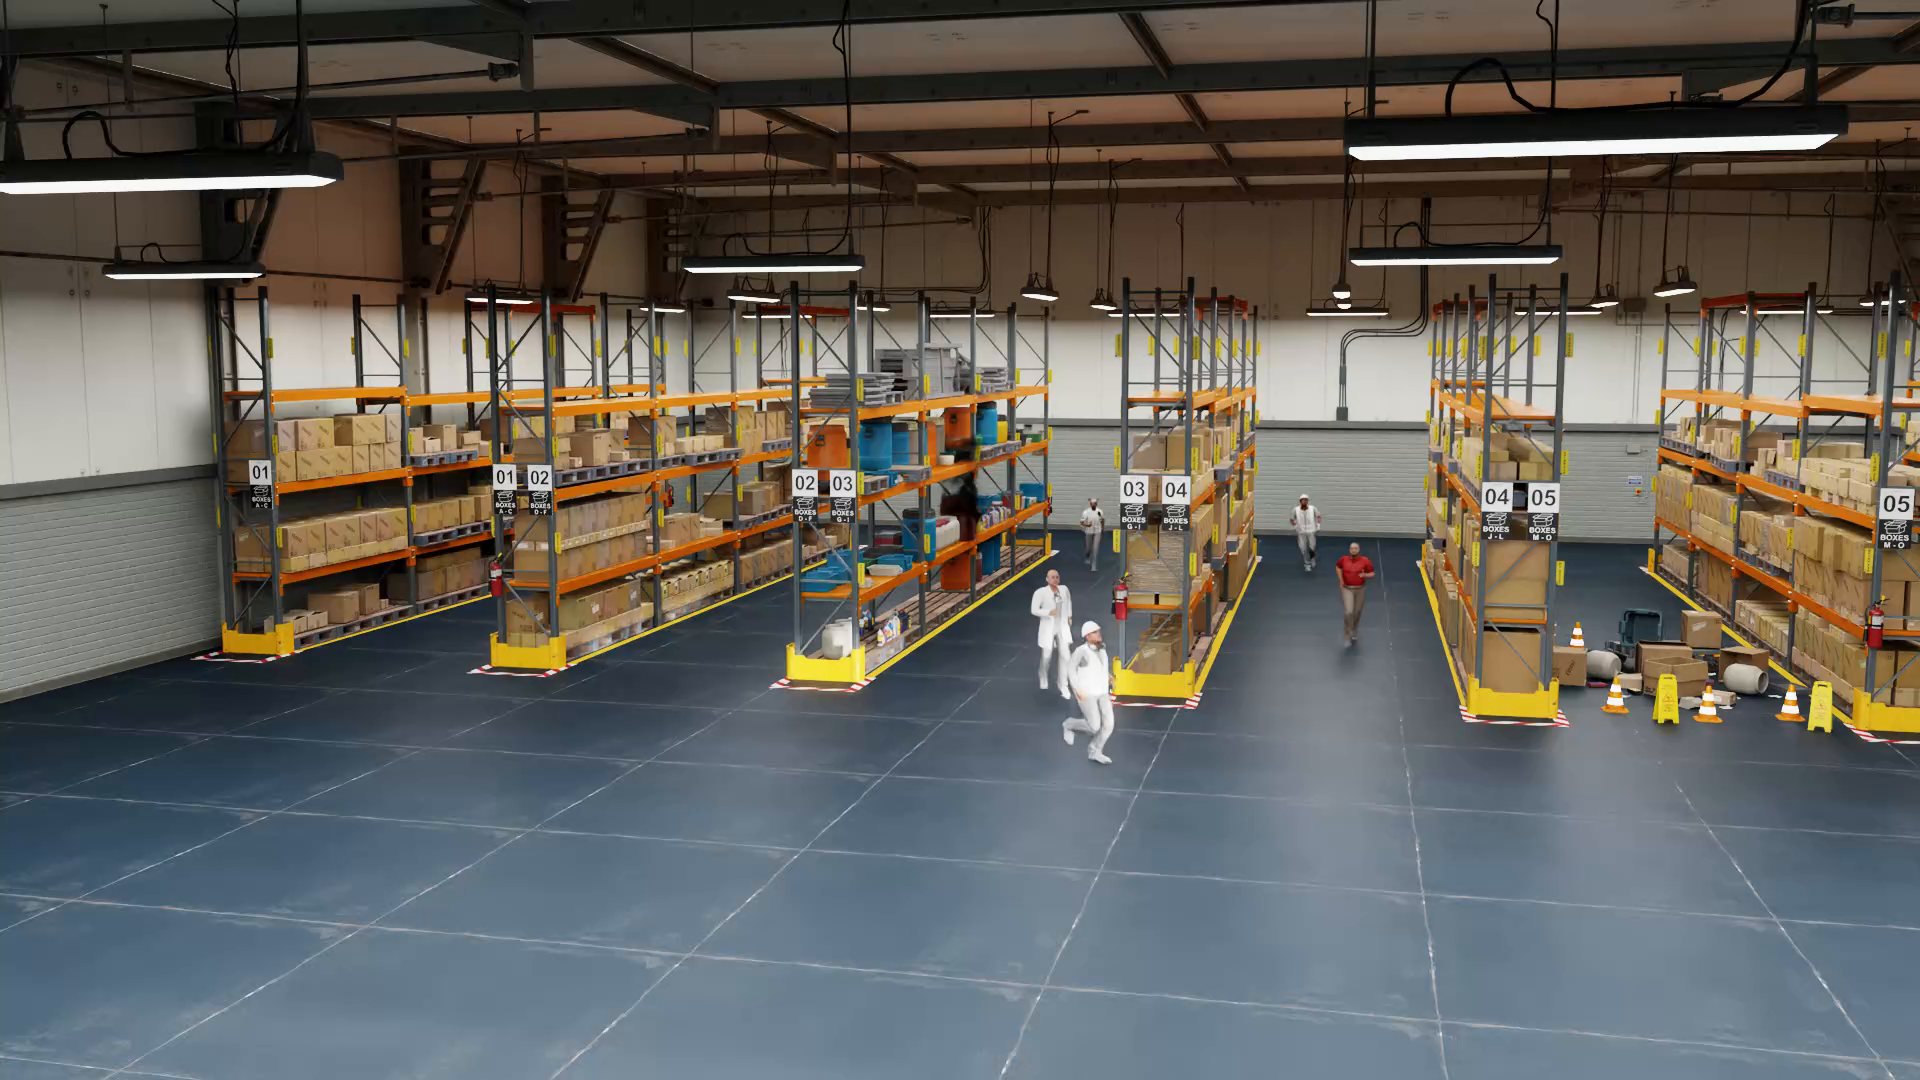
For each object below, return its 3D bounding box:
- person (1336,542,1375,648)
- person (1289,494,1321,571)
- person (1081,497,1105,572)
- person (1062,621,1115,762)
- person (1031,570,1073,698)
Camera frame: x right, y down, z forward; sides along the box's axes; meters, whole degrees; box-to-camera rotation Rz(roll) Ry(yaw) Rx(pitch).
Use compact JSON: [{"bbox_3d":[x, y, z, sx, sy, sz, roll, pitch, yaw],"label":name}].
[{"bbox_3d":[6.705,0.926,28.217,0.629,1.803,0.811,1,7,9],"label":"person"},{"bbox_3d":[7.786,-0.167,37.524,0.716,1.731,0.539,1,7,10],"label":"person"},{"bbox_3d":[3.009,-0.157,37.624,0.578,1.671,0.806,0,7,-2],"label":"person"},{"bbox_3d":[1.587,1.836,20.256,0.662,1.708,0.627,-6,9,-43],"label":"person"},{"bbox_3d":[1.339,1.346,24.171,0.700,1.854,0.897,-2,7,-14],"label":"person"}]
